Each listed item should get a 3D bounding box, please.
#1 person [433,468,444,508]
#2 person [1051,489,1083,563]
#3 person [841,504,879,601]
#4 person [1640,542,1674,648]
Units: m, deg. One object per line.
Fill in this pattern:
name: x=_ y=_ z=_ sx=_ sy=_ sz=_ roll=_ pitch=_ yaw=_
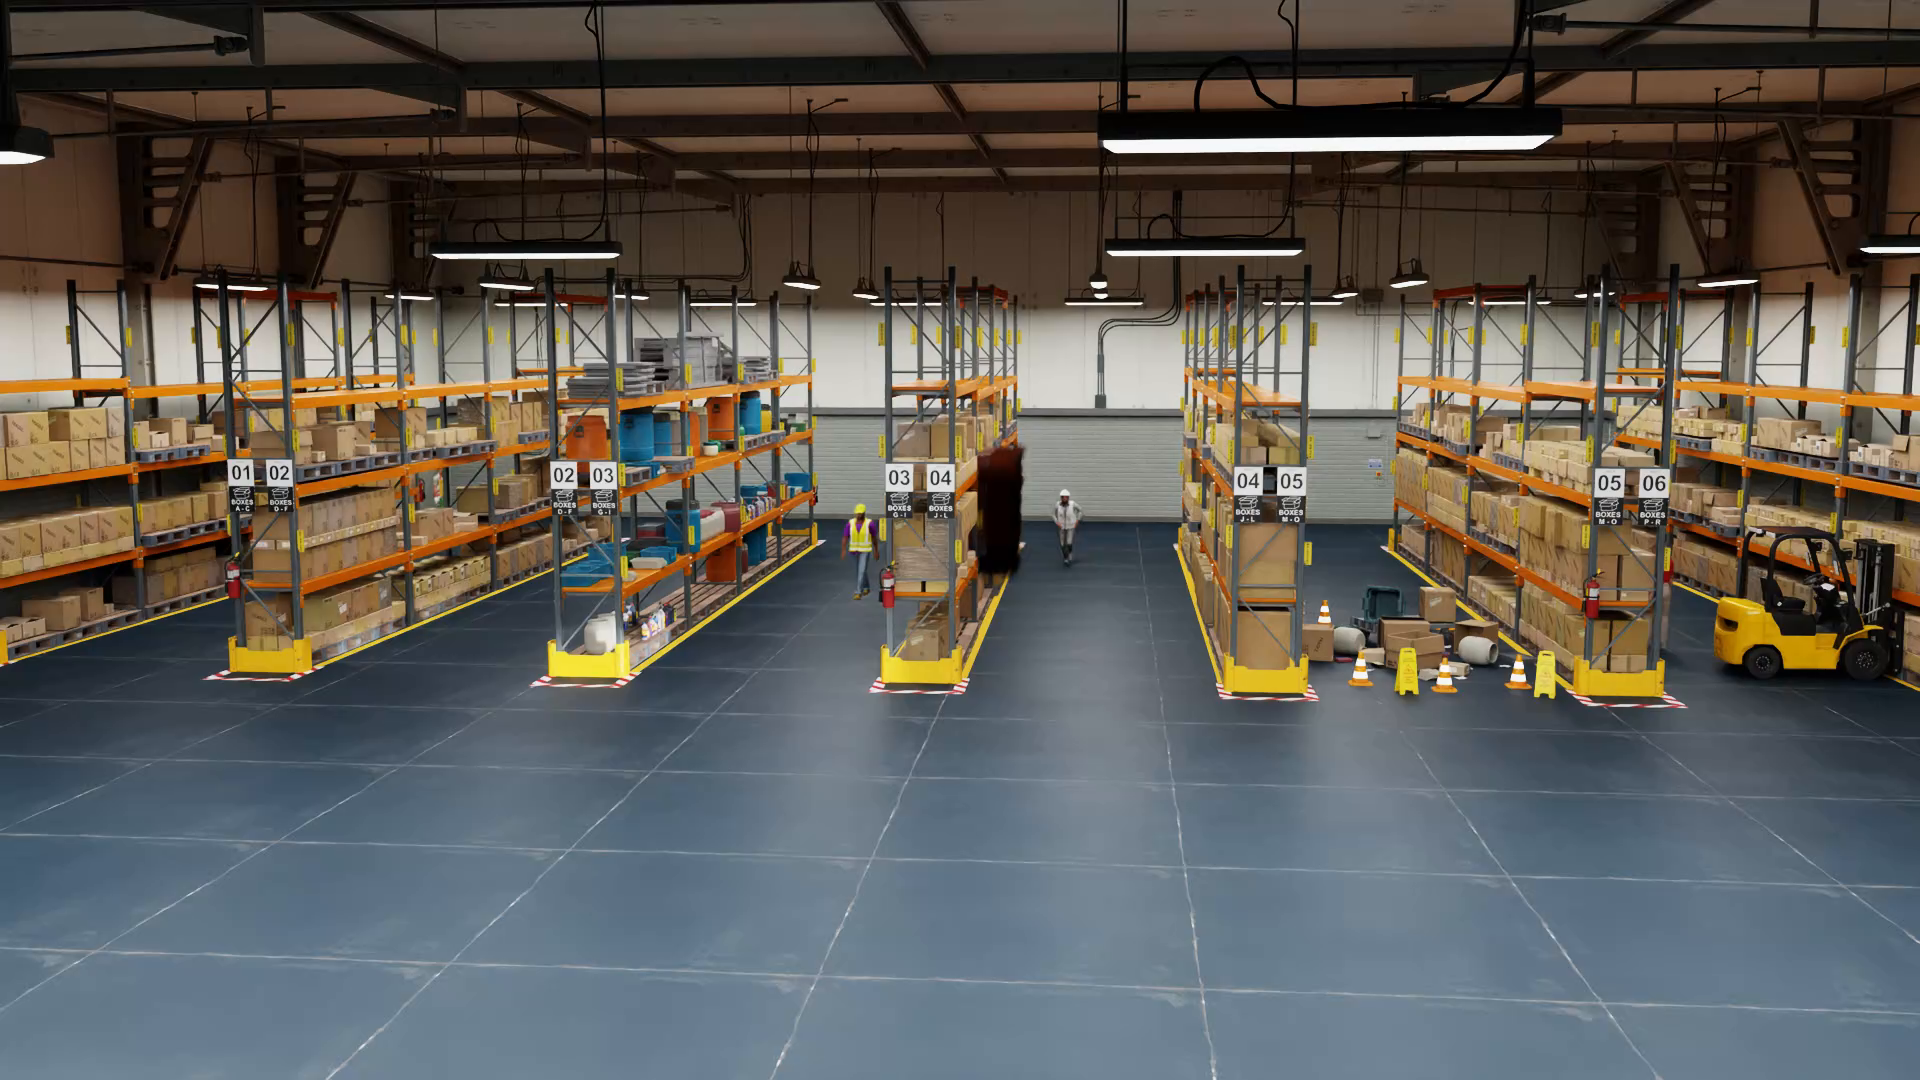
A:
person: x=-13.293 y=-1.053 z=42.419 sx=0.512 sy=1.788 sz=0.580 roll=0 pitch=7 yaw=4
person: x=2.374 y=-0.299 z=36.827 sx=0.687 sy=1.677 sz=0.731 roll=2 pitch=7 yaw=13
person: x=-1.844 y=0.204 z=29.953 sx=0.571 sy=1.718 sz=1.031 roll=3 pitch=8 yaw=23
person: x=11.316 y=0.916 z=26.928 sx=0.540 sy=1.781 sz=0.602 roll=0 pitch=7 yaw=2
